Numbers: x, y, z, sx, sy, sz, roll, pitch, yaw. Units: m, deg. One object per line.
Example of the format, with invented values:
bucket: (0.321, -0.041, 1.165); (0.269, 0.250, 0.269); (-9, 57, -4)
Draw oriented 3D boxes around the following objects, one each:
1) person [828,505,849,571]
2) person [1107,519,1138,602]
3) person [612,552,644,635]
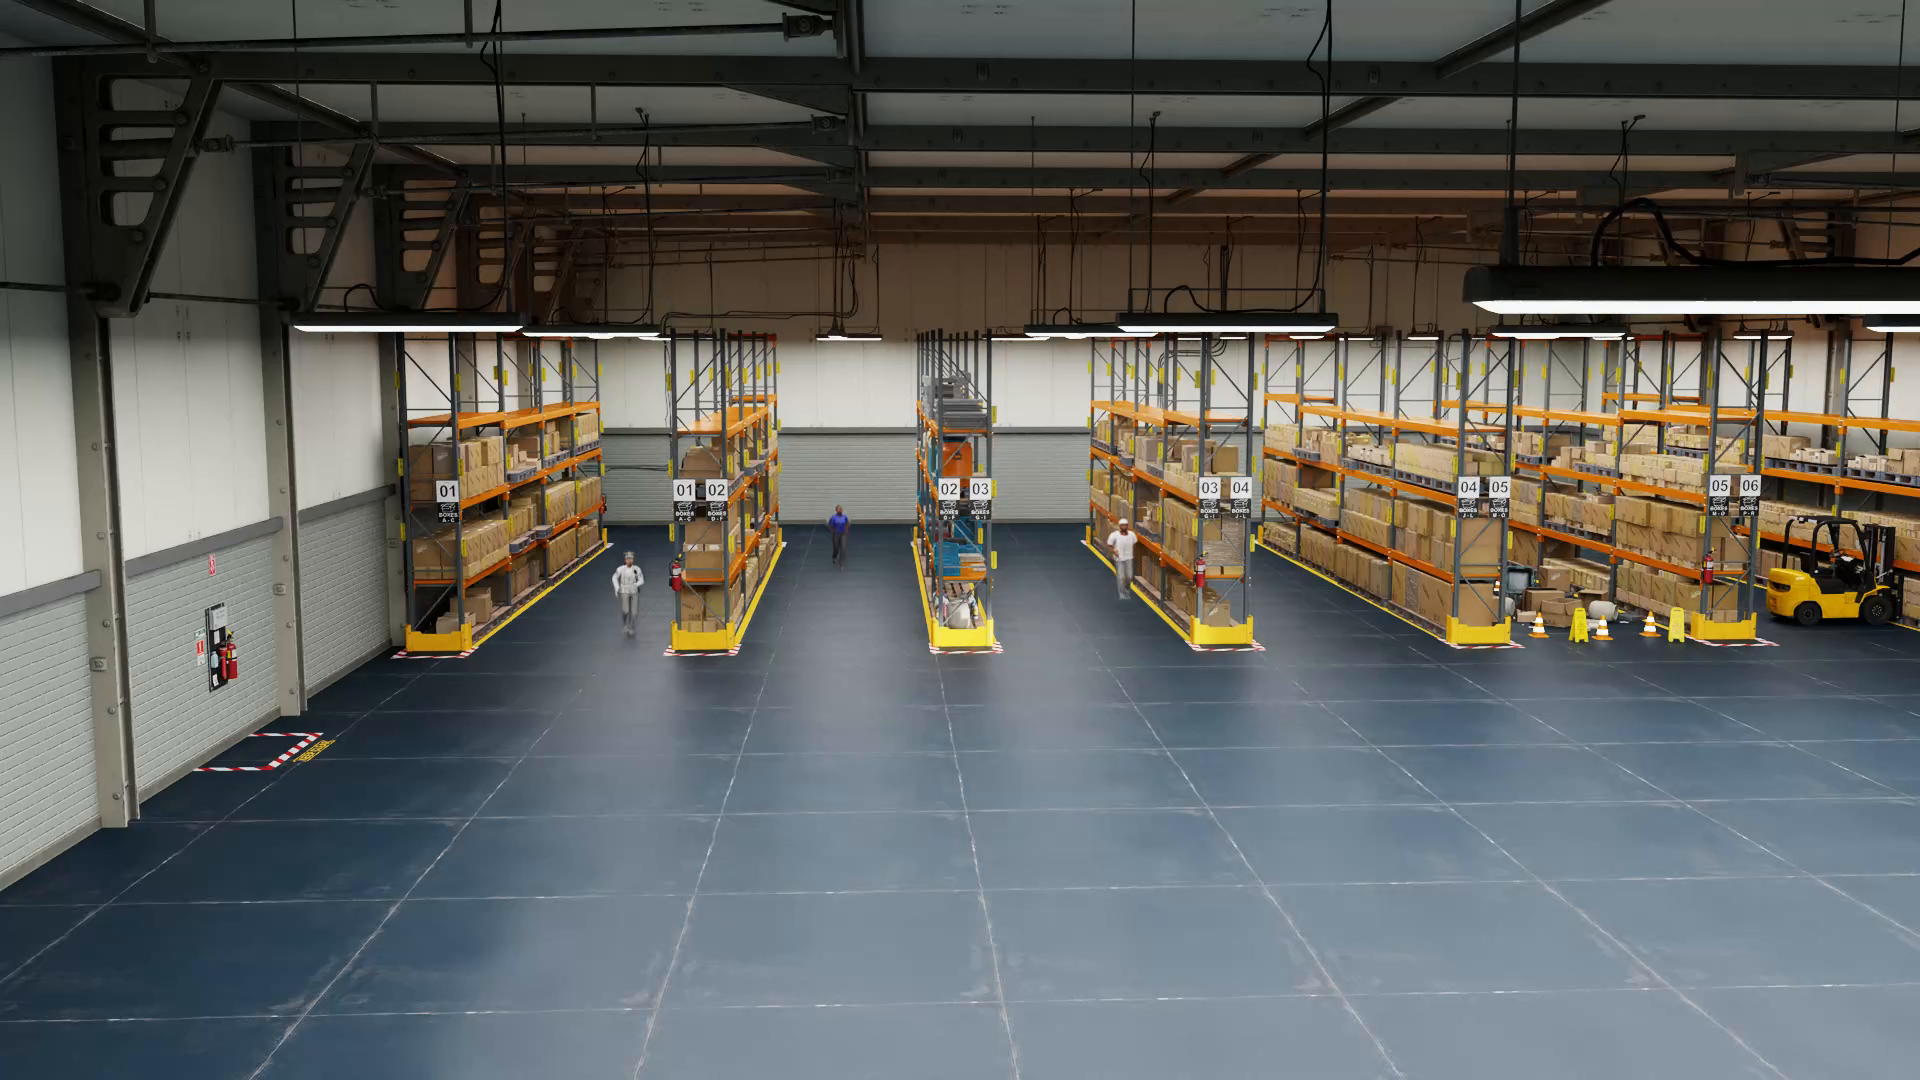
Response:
person: (-3.069, -0.069, 42.302); (0.579, 1.649, 0.851); (-2, 7, -16)
person: (3.460, 0.434, 35.223); (0.697, 1.782, 0.593); (0, 7, -4)
person: (-6.479, 1.053, 32.570); (0.594, 1.657, 0.608); (-2, 7, -16)
